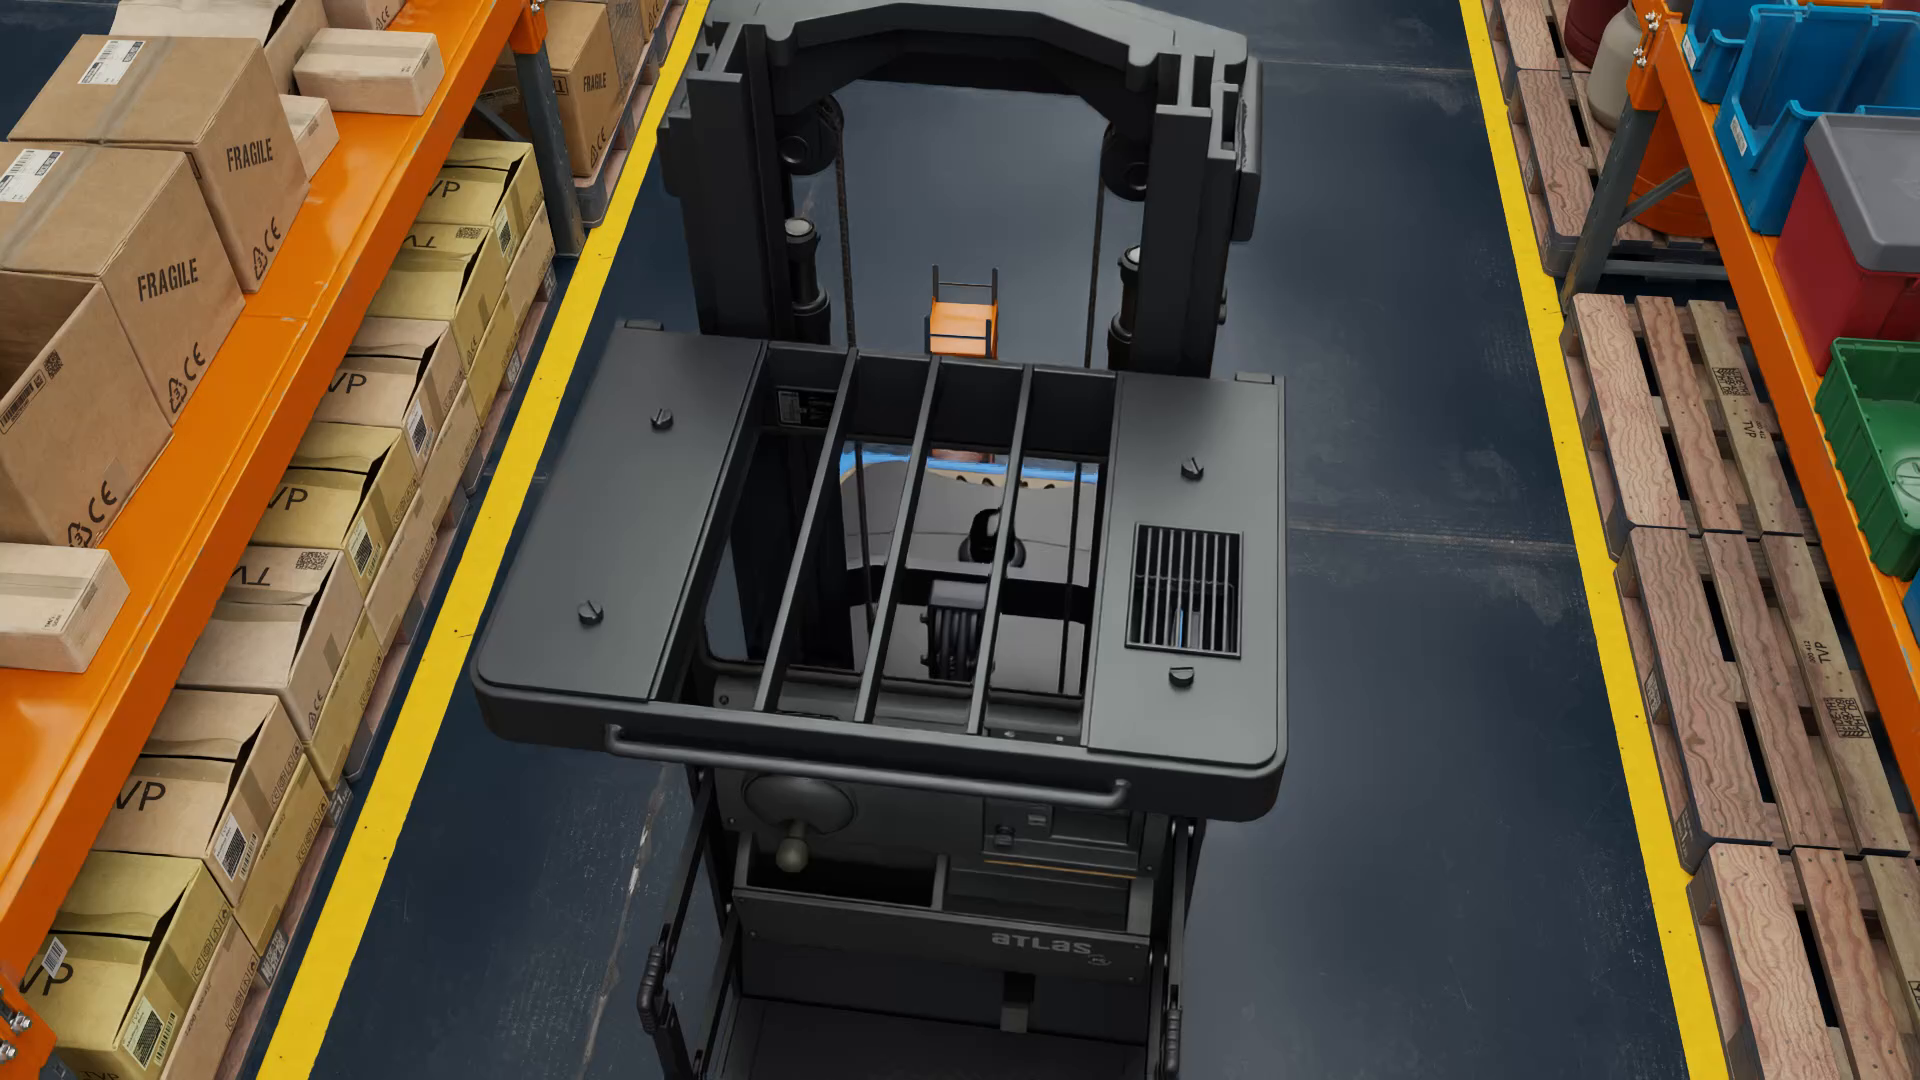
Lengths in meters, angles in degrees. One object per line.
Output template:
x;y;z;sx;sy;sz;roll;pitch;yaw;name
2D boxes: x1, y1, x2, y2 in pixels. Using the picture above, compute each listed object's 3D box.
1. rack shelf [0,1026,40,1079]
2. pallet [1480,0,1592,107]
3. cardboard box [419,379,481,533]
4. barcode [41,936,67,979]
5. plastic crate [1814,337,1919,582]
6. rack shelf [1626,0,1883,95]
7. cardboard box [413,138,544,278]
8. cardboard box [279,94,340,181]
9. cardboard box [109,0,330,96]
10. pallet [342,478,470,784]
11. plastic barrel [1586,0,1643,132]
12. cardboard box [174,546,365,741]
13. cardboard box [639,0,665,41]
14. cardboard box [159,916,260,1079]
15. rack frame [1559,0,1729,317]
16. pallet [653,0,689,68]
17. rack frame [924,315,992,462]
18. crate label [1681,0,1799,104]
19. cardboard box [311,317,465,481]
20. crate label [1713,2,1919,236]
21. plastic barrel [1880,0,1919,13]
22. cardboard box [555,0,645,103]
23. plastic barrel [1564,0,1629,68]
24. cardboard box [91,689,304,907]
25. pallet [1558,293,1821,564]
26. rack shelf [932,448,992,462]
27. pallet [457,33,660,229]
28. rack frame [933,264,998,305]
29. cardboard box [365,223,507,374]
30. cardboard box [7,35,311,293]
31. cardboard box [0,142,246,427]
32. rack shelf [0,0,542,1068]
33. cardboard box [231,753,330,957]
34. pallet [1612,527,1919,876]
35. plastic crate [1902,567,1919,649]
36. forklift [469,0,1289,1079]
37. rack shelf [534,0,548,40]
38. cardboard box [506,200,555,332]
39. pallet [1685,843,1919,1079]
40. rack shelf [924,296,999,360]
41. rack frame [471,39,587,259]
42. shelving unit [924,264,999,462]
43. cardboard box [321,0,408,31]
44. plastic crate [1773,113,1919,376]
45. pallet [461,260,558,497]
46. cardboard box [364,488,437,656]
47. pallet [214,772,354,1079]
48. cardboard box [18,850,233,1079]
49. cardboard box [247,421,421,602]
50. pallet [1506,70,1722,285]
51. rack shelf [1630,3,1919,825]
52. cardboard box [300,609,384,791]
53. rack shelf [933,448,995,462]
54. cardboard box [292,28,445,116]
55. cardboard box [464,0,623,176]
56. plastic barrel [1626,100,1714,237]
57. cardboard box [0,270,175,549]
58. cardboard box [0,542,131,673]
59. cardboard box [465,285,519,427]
-2.597;2.412;1.999;1.077;0.370;4.000;4;48;4;rack shelf
3.027;-2.439;7.838;1.003;0.211;1.213;4;48;4;pallet
-1.947;-0.302;5.572;0.500;0.250;0.500;5;48;4;cardboard box
-1.976;0.911;3.629;0.001;0.075;0.075;4;48;4;barcode
2.396;-0.192;4.036;0.450;0.188;0.662;4;48;4;plastic crate
3.065;-3.131;7.068;1.077;0.370;4.000;4;48;4;rack shelf
-1.852;-1.241;6.051;0.500;0.311;0.500;5;48;5;cardboard box
-2.110;-1.214;4.998;0.380;0.149;0.250;7;48;6;cardboard box
-2.324;-1.566;5.210;0.500;0.311;0.500;3;48;3;cardboard box
-2.277;0.198;5.426;1.003;0.211;1.213;4;48;4;pallet
2.873;-1.988;6.937;0.421;0.512;0.421;0;48;0;plastic barrel
-2.032;0.262;4.677;0.500;0.311;0.500;2;48;2;cardboard box
-1.631;-2.613;7.503;0.500;0.500;0.500;3;48;3;cardboard box
-2.131;1.206;4.193;0.500;0.250;0.500;3;48;3;cardboard box
2.883;-1.904;5.459;1.000;3.000;0.127;4;48;4;rack frame
-1.830;-2.739;8.112;1.003;0.211;1.213;4;48;4;pallet
-0.006;-0.304;5.317;0.200;1.050;0.008;4;48;4;rack frame
2.471;-1.563;5.260;0.303;0.233;0.416;4;48;4;crate label
-1.942;-0.488;5.363;0.500;0.311;0.500;4;48;3;cardboard box
2.523;-1.204;4.795;0.502;0.435;0.616;4;48;4;crate label
3.142;-1.589;5.078;0.600;0.536;0.708;4;48;4;plastic barrel
-1.682;-2.245;7.166;0.500;0.500;0.500;2;48;2;cardboard box
3.013;-2.422;7.282;0.600;0.588;0.708;4;48;4;plastic barrel
-2.078;0.642;4.329;0.500;0.311;0.500;3;48;3;cardboard box
2.773;-0.396;5.969;1.003;0.211;1.213;4;48;4;pallet
0.005;-0.386;5.406;0.215;0.259;0.240;4;48;4;rack shelf
-1.944;-1.845;7.294;1.003;0.211;1.213;4;48;4;pallet
0.016;-0.483;5.481;0.200;1.050;0.008;4;48;4;rack frame
-1.893;-0.859;5.702;0.500;0.311;0.500;3;48;3;cardboard box
-2.186;-1.040;4.600;0.500;0.500;0.500;2;48;1;cardboard box
-2.234;-0.653;4.246;0.500;0.500;0.500;4;48;4;cardboard box
-2.232;-0.527;4.687;1.077;0.370;4.000;4;48;4;rack shelf
-2.083;0.830;4.536;0.500;0.250;0.500;5;48;5;cardboard box
2.660;0.498;5.152;1.003;0.211;1.213;4;48;4;pallet
2.309;0.209;3.537;0.392;0.384;0.575;4;48;4;plastic crate
-0.064;0.606;3.209;1.130;2.935;3.031;6;48;5;forklift
-1.867;-3.467;7.376;1.077;0.370;4.000;4;48;4;rack shelf
-1.855;-1.051;6.257;0.500;0.250;0.500;5;48;4;cardboard box
2.551;1.397;4.329;1.003;0.211;1.213;4;48;4;pallet
0.005;-0.578;5.197;0.215;0.259;0.240;4;48;4;rack shelf
-2.050;-2.240;5.766;1.000;3.000;0.127;4;48;4;rack frame
0.005;-0.394;5.399;0.215;1.050;0.252;4;48;4;shelving unit
-2.126;-1.945;5.557;0.500;0.311;0.500;7;48;6;cardboard box
2.431;-0.759;4.368;0.402;0.464;0.583;4;48;4;plastic crate
-2.164;-0.696;6.244;1.003;0.211;1.213;4;48;4;pallet
-1.991;0.076;5.227;0.500;0.250;0.500;5;48;4;cardboard box
-2.386;1.096;4.604;1.003;0.211;1.213;4;48;4;pallet
-2.129;1.009;3.993;0.500;0.311;0.500;4;48;4;cardboard box
-1.990;-0.120;5.026;0.500;0.311;0.500;5;48;5;cardboard box
2.913;-1.545;7.020;1.003;0.211;1.213;4;48;4;pallet
2.700;-0.192;4.380;1.077;0.370;4.000;4;48;4;rack shelf
-2.038;0.450;4.885;0.500;0.250;0.500;3;48;2;cardboard box
0.005;-0.199;5.611;0.215;0.259;0.240;4;48;4;rack shelf
-1.857;-1.476;5.237;0.380;0.149;0.250;4;48;4;cardboard box
-1.724;-1.860;6.814;0.500;0.500;0.500;6;48;5;cardboard box
2.910;-1.674;6.434;0.600;0.830;0.708;4;48;4;plastic barrel
-2.280;-0.285;3.910;0.500;0.500;0.500;7;48;6;cardboard box
-2.130;0.147;3.753;0.380;0.149;0.250;4;48;4;cardboard box
-1.898;-0.672;5.910;0.500;0.250;0.500;3;48;3;cardboard box
